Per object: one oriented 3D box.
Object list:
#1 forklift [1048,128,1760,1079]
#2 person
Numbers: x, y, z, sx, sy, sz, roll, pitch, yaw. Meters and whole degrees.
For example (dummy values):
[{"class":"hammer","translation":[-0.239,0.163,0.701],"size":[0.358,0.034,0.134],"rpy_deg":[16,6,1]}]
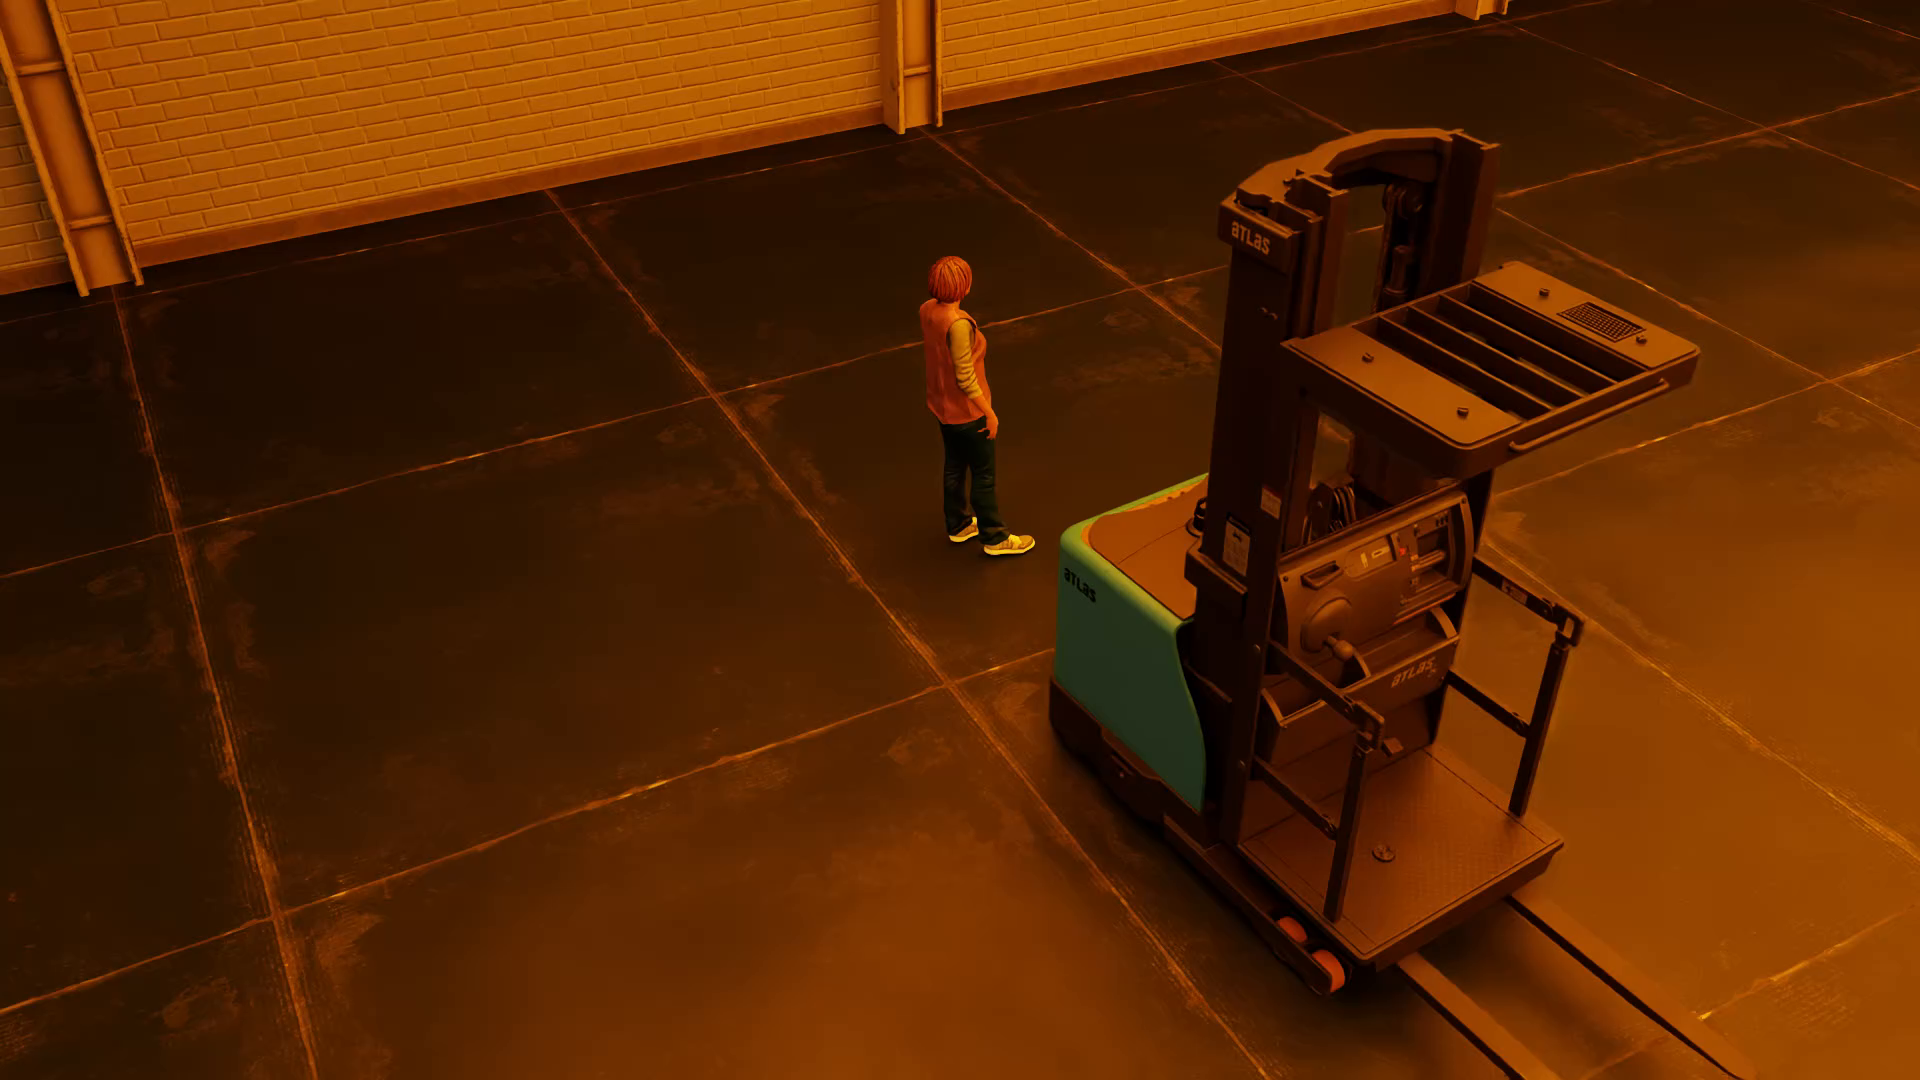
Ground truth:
[{"class":"forklift","translation":[1.625,0.194,5.849],"size":[1.130,2.935,3.031],"rpy_deg":[-21,40,-27]},{"class":"person","translation":[0.072,-0.671,8.215],"size":[0.476,1.597,0.520],"rpy_deg":[-17,39,-23]}]
